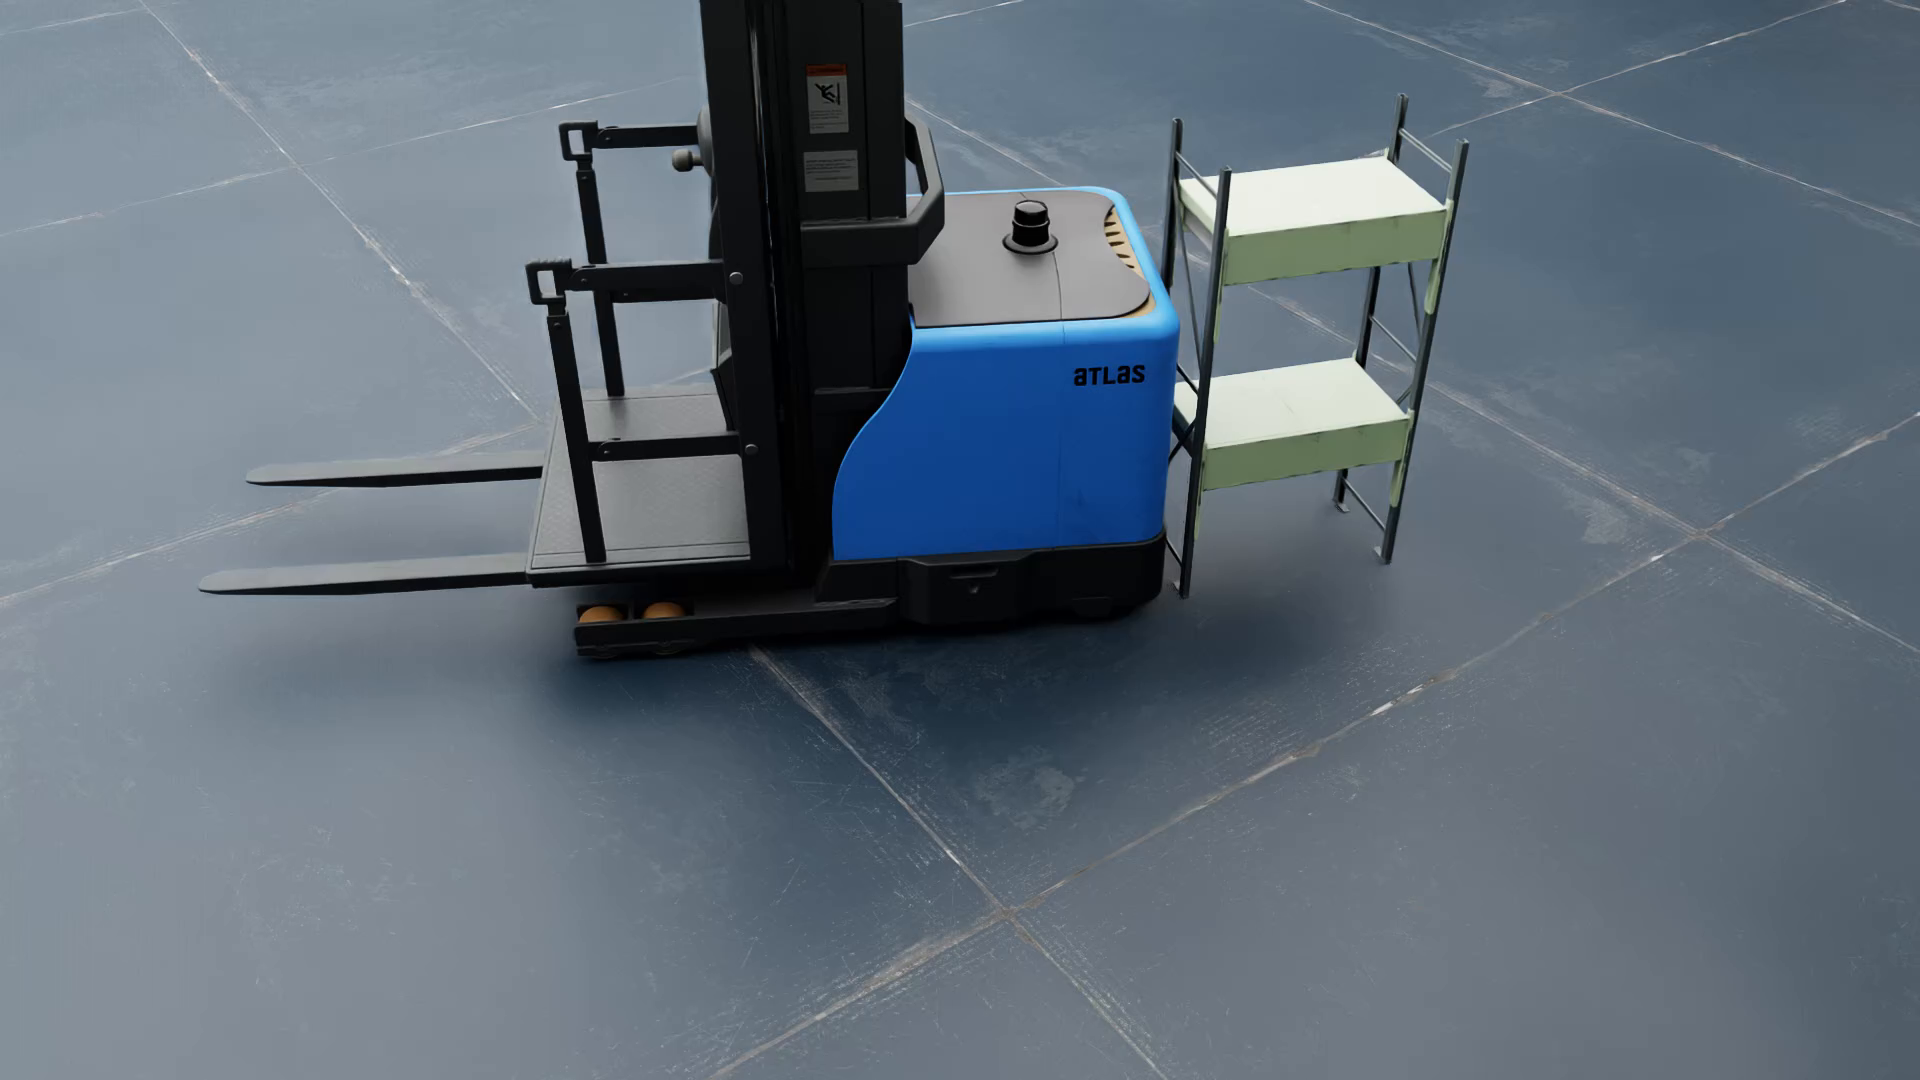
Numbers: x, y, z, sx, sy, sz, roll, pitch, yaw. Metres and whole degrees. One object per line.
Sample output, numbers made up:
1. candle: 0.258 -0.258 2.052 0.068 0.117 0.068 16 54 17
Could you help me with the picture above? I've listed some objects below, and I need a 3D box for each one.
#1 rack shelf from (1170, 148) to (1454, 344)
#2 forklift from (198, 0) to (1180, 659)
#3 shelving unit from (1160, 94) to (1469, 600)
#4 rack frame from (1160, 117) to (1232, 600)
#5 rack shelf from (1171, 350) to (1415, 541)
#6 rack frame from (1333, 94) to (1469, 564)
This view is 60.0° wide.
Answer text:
1. rack shelf: 1.044 -0.900 5.049 0.720 0.370 0.431 -9 37 -12
2. forklift: -0.893 -1.142 4.827 3.031 2.935 1.130 -4 36 -5
3. shelving unit: 1.044 -0.584 5.277 0.755 1.500 0.431 -9 37 -12
4. rack frame: 0.691 -0.527 5.198 0.023 1.500 0.400 -9 37 -12
5. rack shelf: 1.044 -0.319 5.467 0.720 0.370 0.431 -9 37 -12
6. rack frame: 1.397 -0.640 5.355 0.023 1.500 0.400 -9 37 -12
